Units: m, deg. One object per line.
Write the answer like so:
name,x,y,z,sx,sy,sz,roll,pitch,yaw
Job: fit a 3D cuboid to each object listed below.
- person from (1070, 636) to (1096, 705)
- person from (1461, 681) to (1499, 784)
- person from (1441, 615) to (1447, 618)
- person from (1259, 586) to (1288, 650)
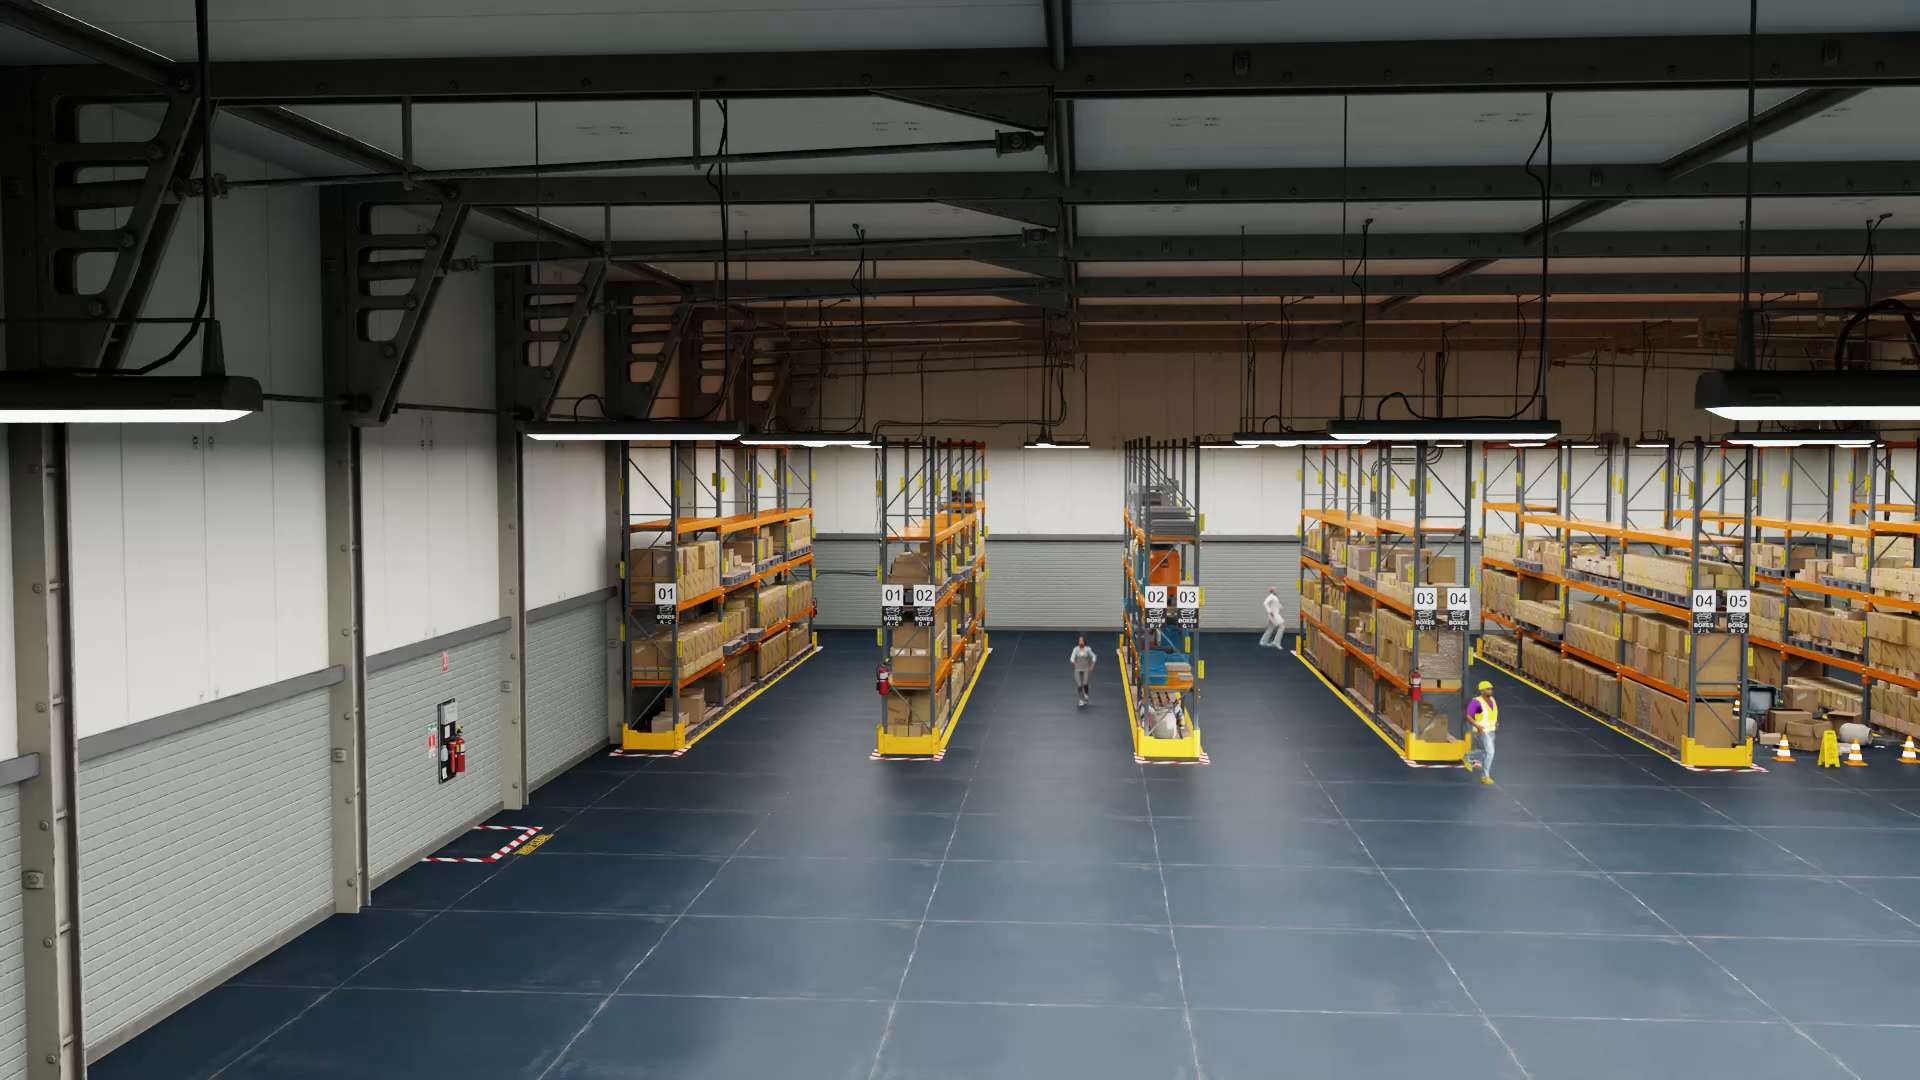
person,2.753,2.941,37.297,0.566,1.559,0.537,0,3,8
person,9.025,3.314,28.864,0.706,1.767,0.734,-2,4,-37
person,13.765,2.396,47.252,0.574,1.651,0.728,-1,3,-25
person,9.091,2.268,48.177,0.819,1.845,0.673,0,3,8
